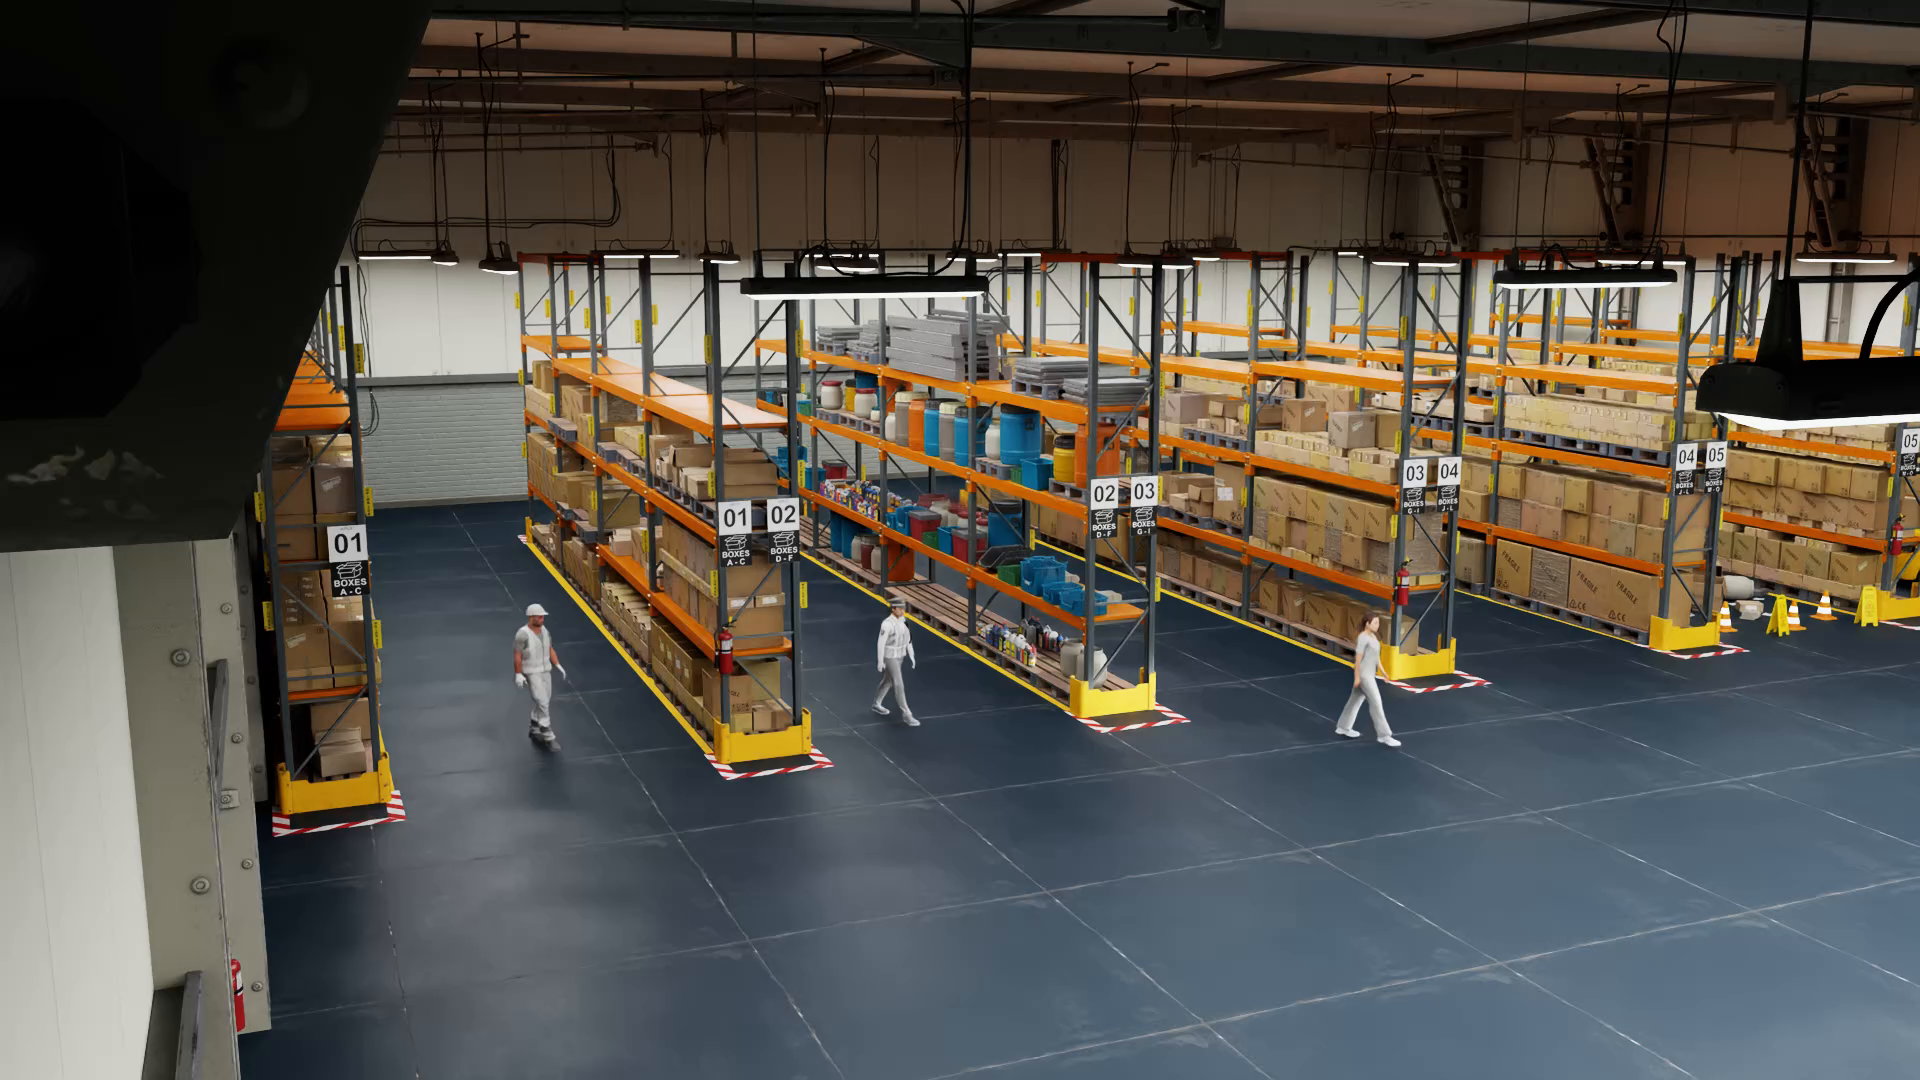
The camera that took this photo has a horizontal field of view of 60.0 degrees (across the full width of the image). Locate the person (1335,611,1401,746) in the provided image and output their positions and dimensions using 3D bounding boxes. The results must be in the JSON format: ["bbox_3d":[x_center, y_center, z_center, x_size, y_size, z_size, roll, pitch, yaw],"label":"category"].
[{"bbox_3d":[5.195,1.716,20.982,0.856,1.640,0.473,4,11,23],"label":"person"}]

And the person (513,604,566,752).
[{"bbox_3d":[-5.199,1.701,20.836,0.750,1.790,0.559,6,12,29],"label":"person"}]

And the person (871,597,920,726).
[{"bbox_3d":[-0.817,1.553,21.895,0.887,1.625,0.513,6,12,29],"label":"person"}]
